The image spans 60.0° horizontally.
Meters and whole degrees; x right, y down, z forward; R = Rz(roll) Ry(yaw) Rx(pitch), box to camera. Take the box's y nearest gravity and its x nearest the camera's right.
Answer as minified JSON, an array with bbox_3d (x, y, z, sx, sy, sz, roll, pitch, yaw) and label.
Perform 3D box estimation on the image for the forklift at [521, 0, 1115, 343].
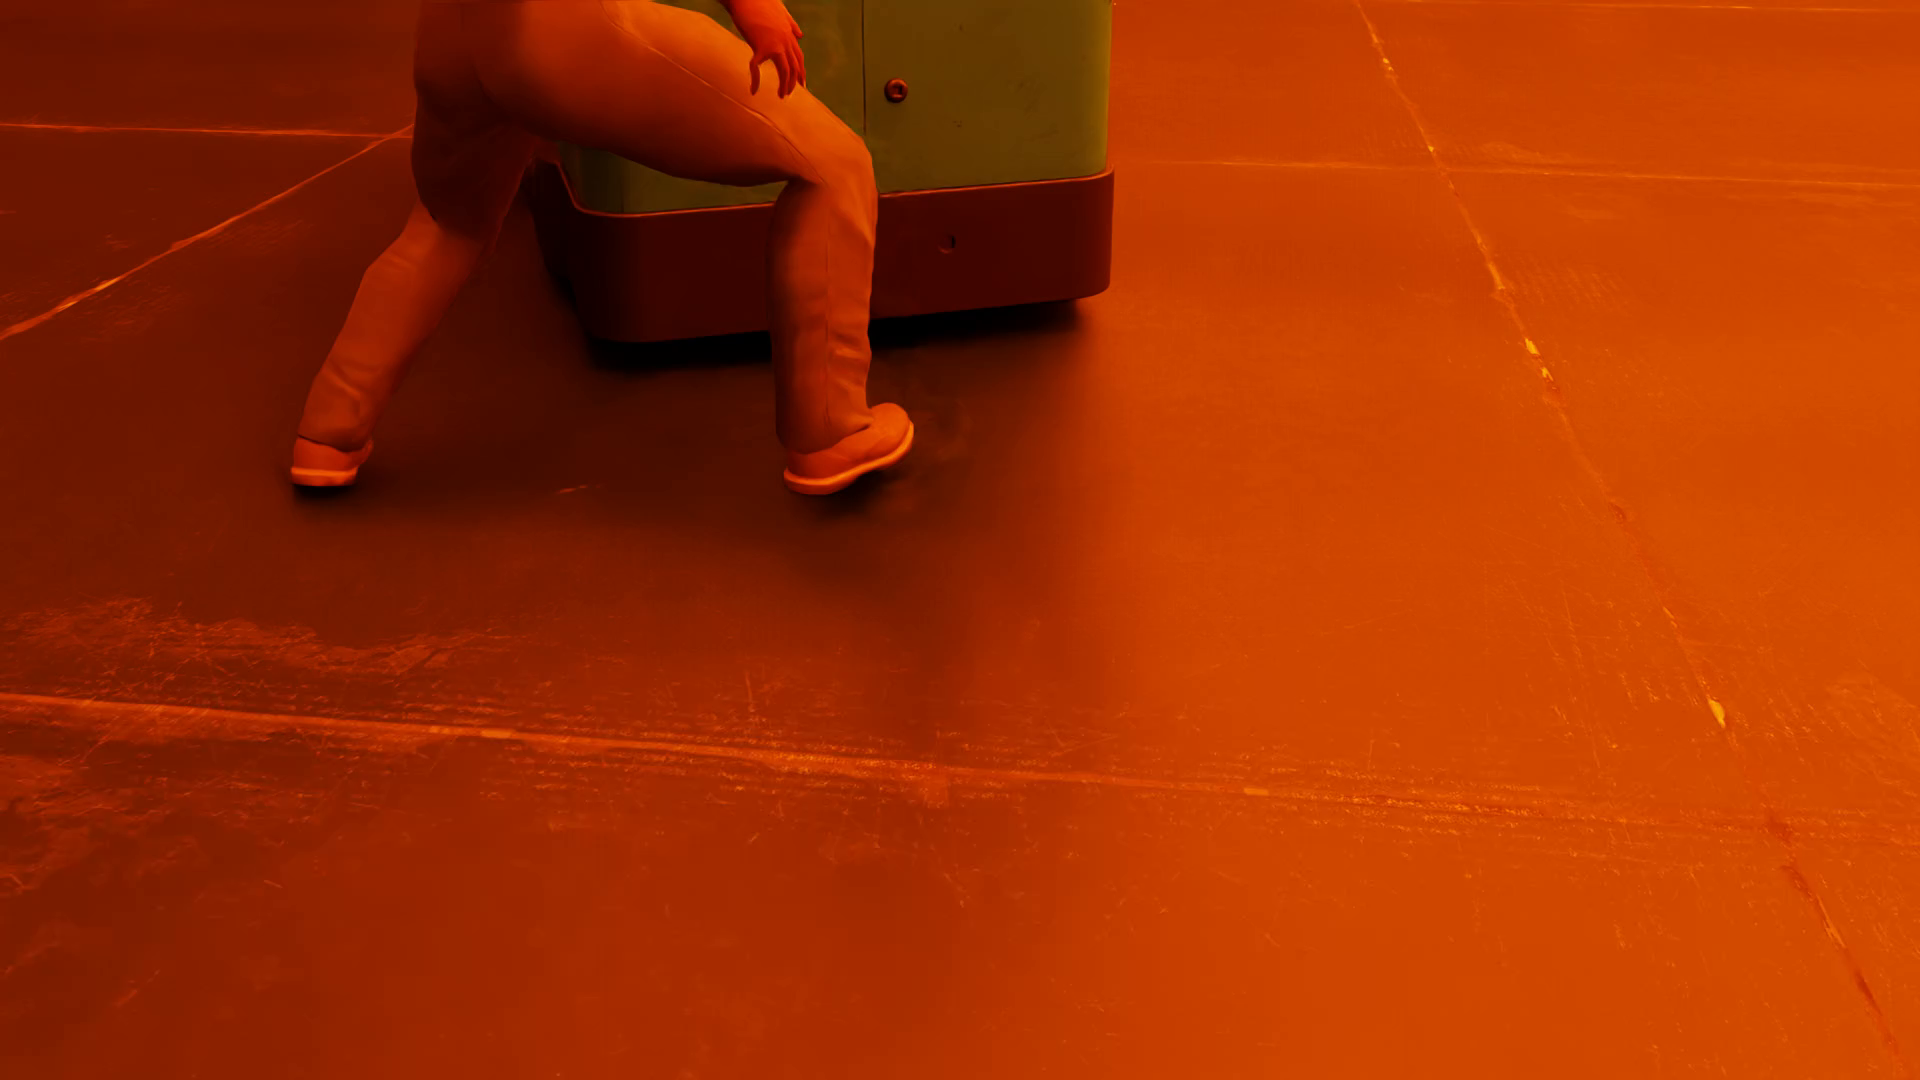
[{"bbox_3d":[-0.626,-2.312,3.851,1.130,2.935,3.031,-8,28,-16],"label":"forklift"}]

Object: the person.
[{"bbox_3d":[-0.616,-0.764,2.417,0.906,1.519,0.784,24,35,39],"label":"person"}]
